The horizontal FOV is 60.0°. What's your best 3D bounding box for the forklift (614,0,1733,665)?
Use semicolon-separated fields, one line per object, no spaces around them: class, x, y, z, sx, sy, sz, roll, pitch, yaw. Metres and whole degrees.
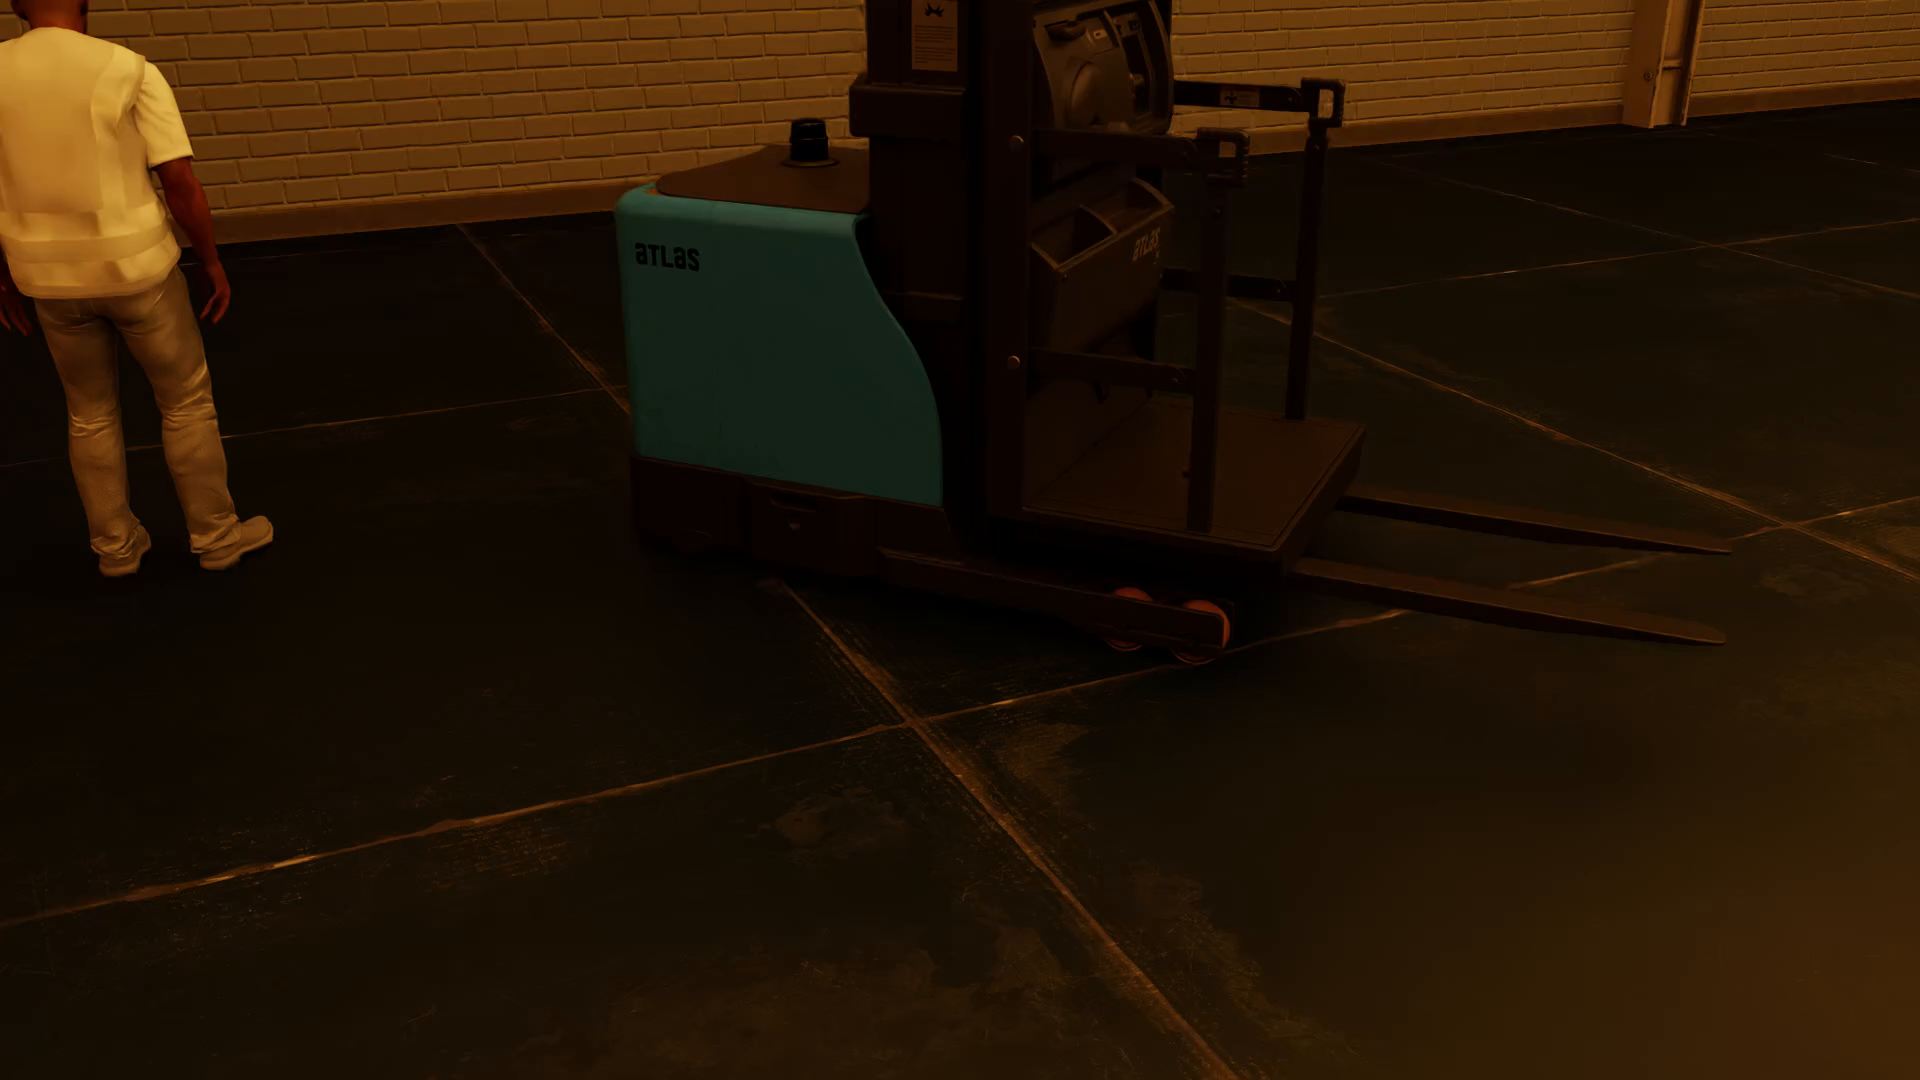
forklift;0.572;-1.260;4.320;3.031;2.935;1.130;10;25;23

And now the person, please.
person;-2.376;-0.752;4.630;0.628;1.759;0.462;-3;23;-7
